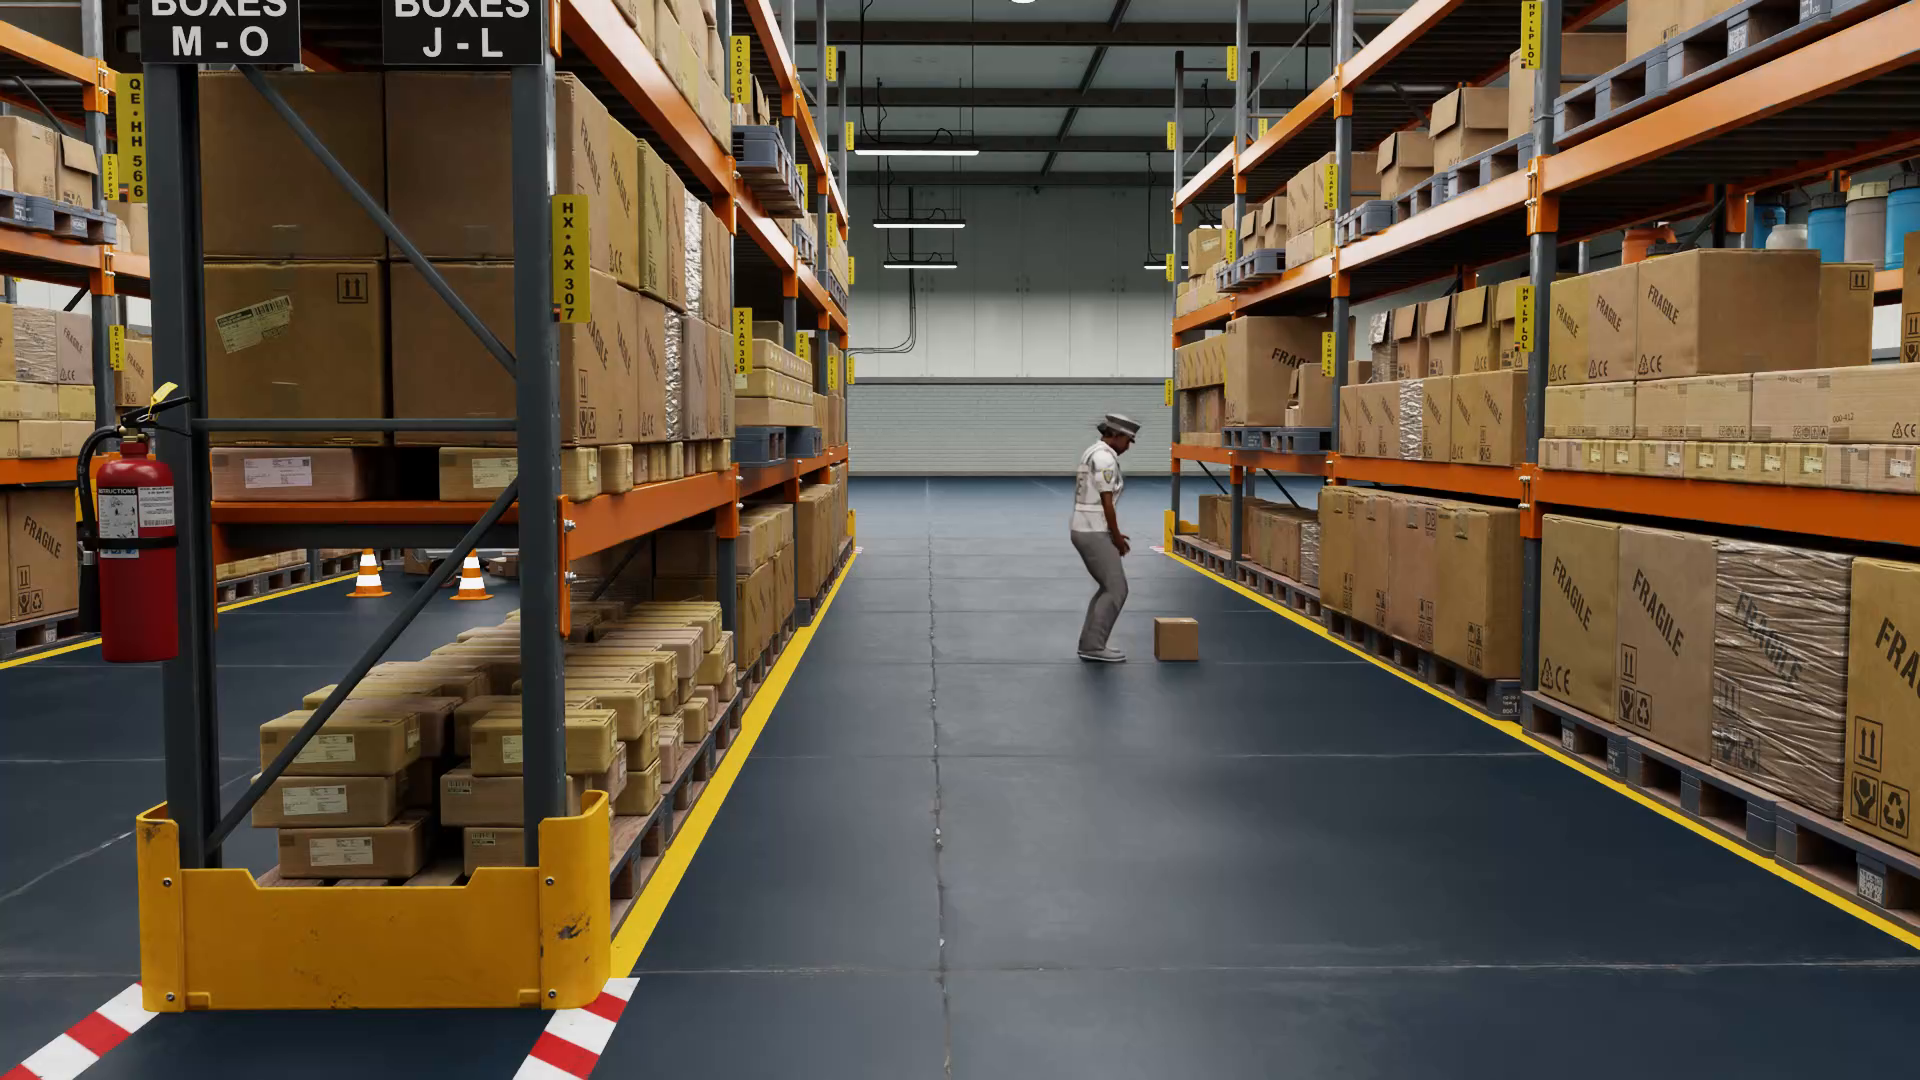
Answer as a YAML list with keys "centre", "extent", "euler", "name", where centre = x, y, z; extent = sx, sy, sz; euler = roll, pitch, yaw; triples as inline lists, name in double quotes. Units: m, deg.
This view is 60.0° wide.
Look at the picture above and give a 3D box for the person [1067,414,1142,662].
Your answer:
- centre: [0.940, -0.020, 10.840]
  extent: [0.480, 1.604, 0.465]
  euler: [0, 4, 0]
  name: "person"
